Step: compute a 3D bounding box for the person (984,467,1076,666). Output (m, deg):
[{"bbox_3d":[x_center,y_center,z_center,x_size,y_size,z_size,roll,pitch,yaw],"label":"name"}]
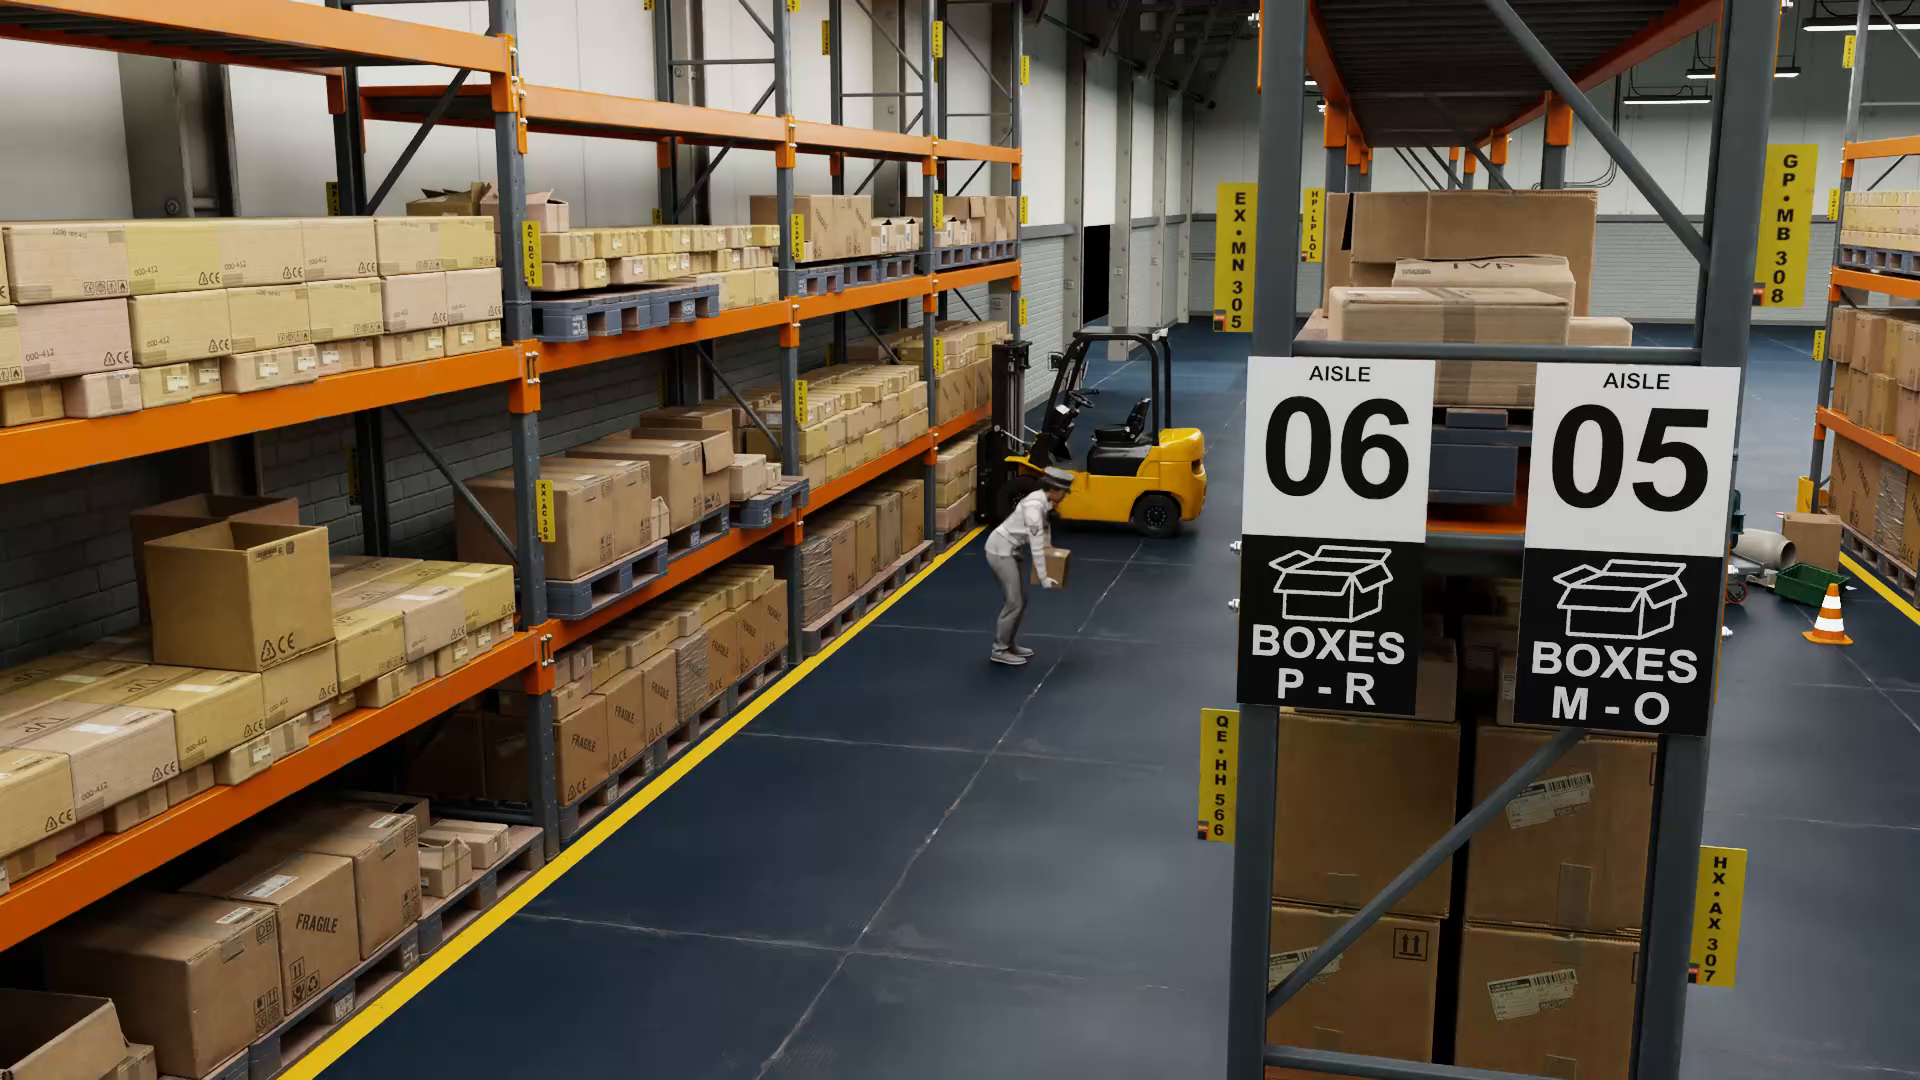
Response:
[{"bbox_3d":[0.539,0.195,12.853,0.695,1.530,0.406,3,12,13],"label":"person"}]
